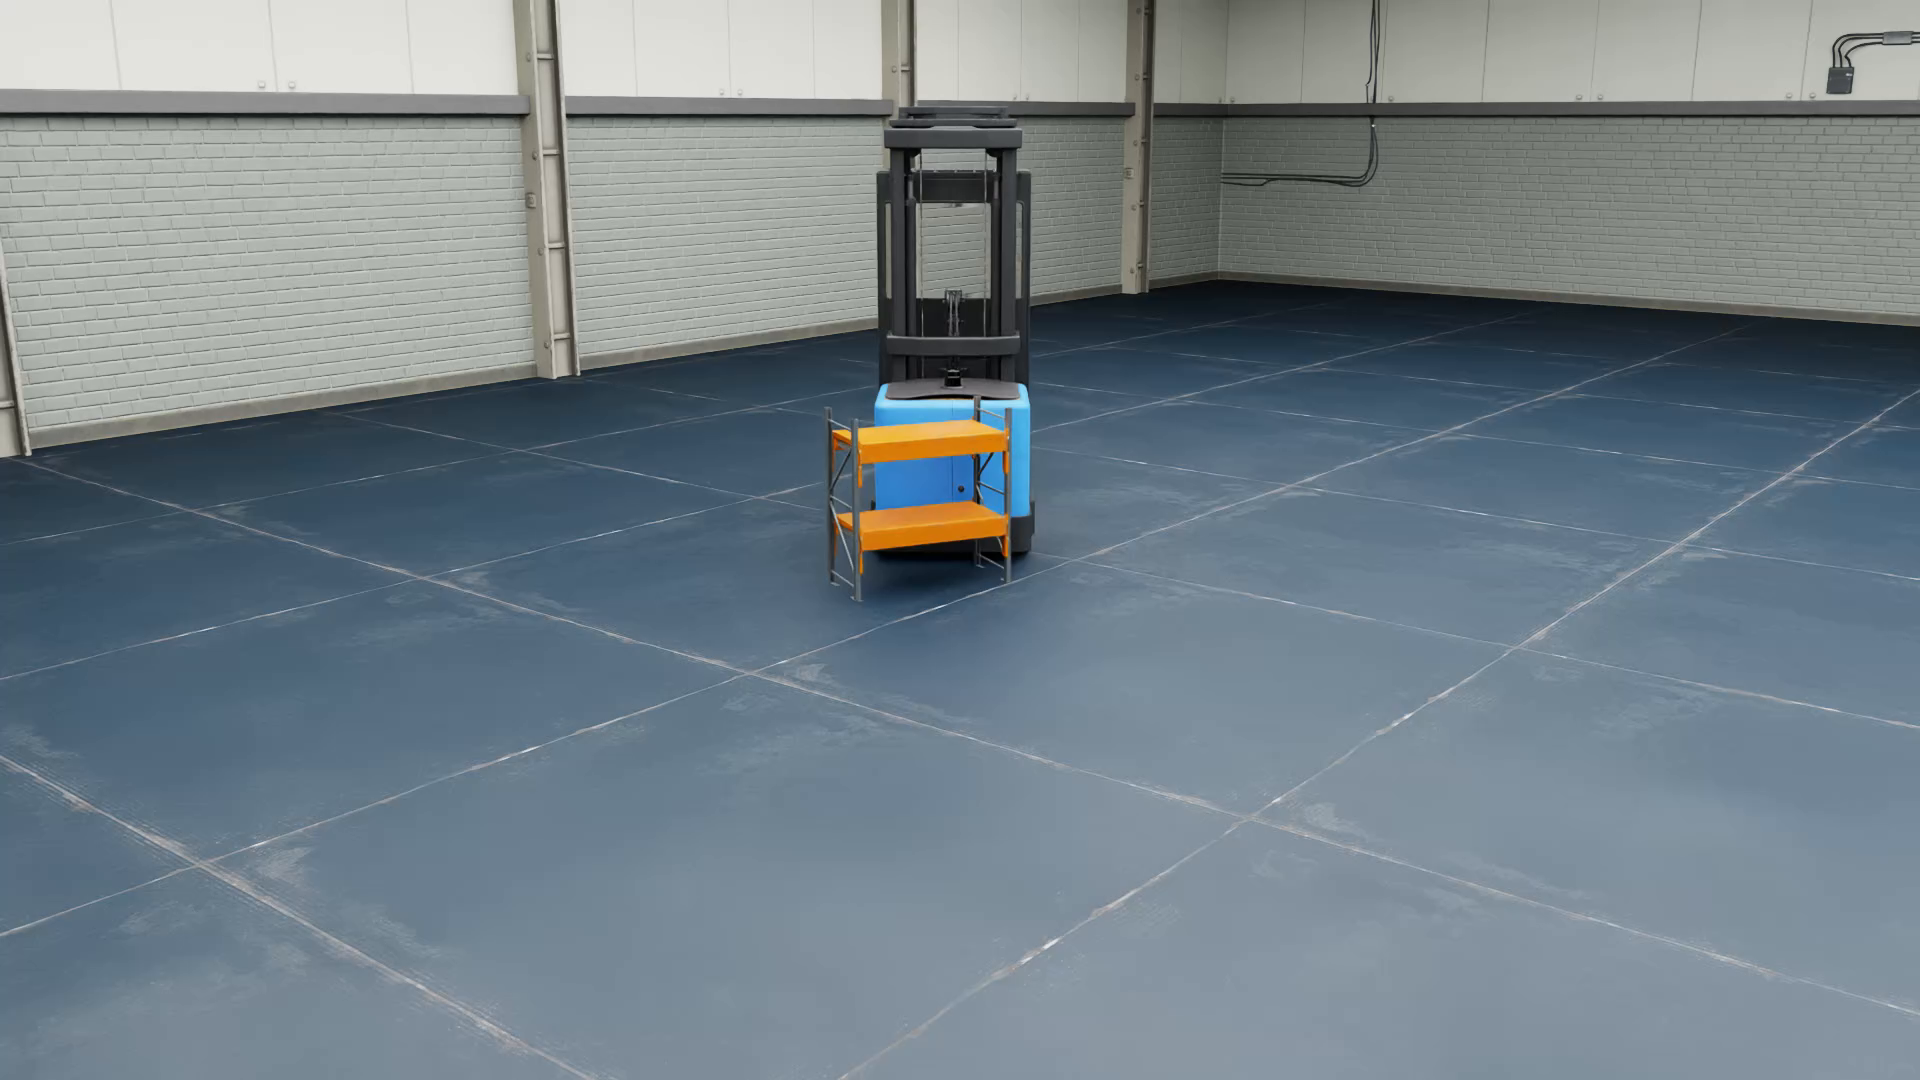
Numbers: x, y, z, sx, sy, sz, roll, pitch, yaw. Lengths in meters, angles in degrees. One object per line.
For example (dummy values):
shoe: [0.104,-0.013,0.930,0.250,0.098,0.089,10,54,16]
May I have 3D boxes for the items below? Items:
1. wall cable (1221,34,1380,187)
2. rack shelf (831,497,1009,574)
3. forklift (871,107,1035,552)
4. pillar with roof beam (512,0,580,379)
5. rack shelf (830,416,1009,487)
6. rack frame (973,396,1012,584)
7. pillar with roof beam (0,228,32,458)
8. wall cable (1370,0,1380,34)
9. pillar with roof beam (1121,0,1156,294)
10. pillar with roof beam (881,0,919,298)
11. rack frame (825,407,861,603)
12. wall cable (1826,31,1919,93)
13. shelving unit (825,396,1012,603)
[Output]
wall cable: [5.827,-7.395,28.763,3.097,2.526,0.112,11,18,38]
rack shelf: [-0.258,-0.036,10.475,1.000,0.278,0.538,-6,16,-24]
forklift: [-0.042,-1.643,12.140,1.130,2.935,3.031,0,14,0]
pillar with roof beam: [-1.247,-5.576,15.297,9.100,9.000,0.400,11,18,38]
rack shelf: [-0.258,-0.557,10.343,1.000,0.278,0.538,-6,16,-24]
rack frame: [0.205,-0.325,10.619,0.032,1.125,0.500,-6,16,-24]
pillar with roof beam: [-5.018,-4.427,10.774,9.100,9.000,0.400,11,18,38]
wall cable: [7.931,-9.424,26.493,3.097,2.526,0.112,11,18,38]
pillar with roof beam: [6.295,-7.874,24.343,9.100,9.000,0.400,11,18,38]
pillar with roof beam: [2.524,-6.725,19.820,9.100,9.000,0.400,11,18,38]
rack frame: [-0.720,-0.221,10.210,0.032,1.125,0.500,-6,16,-24]
wall cable: [13.201,-9.076,22.167,2.305,6.003,0.169,11,18,38]
shelving unit: [-0.258,-0.273,10.415,1.048,1.125,0.538,-6,16,-24]
